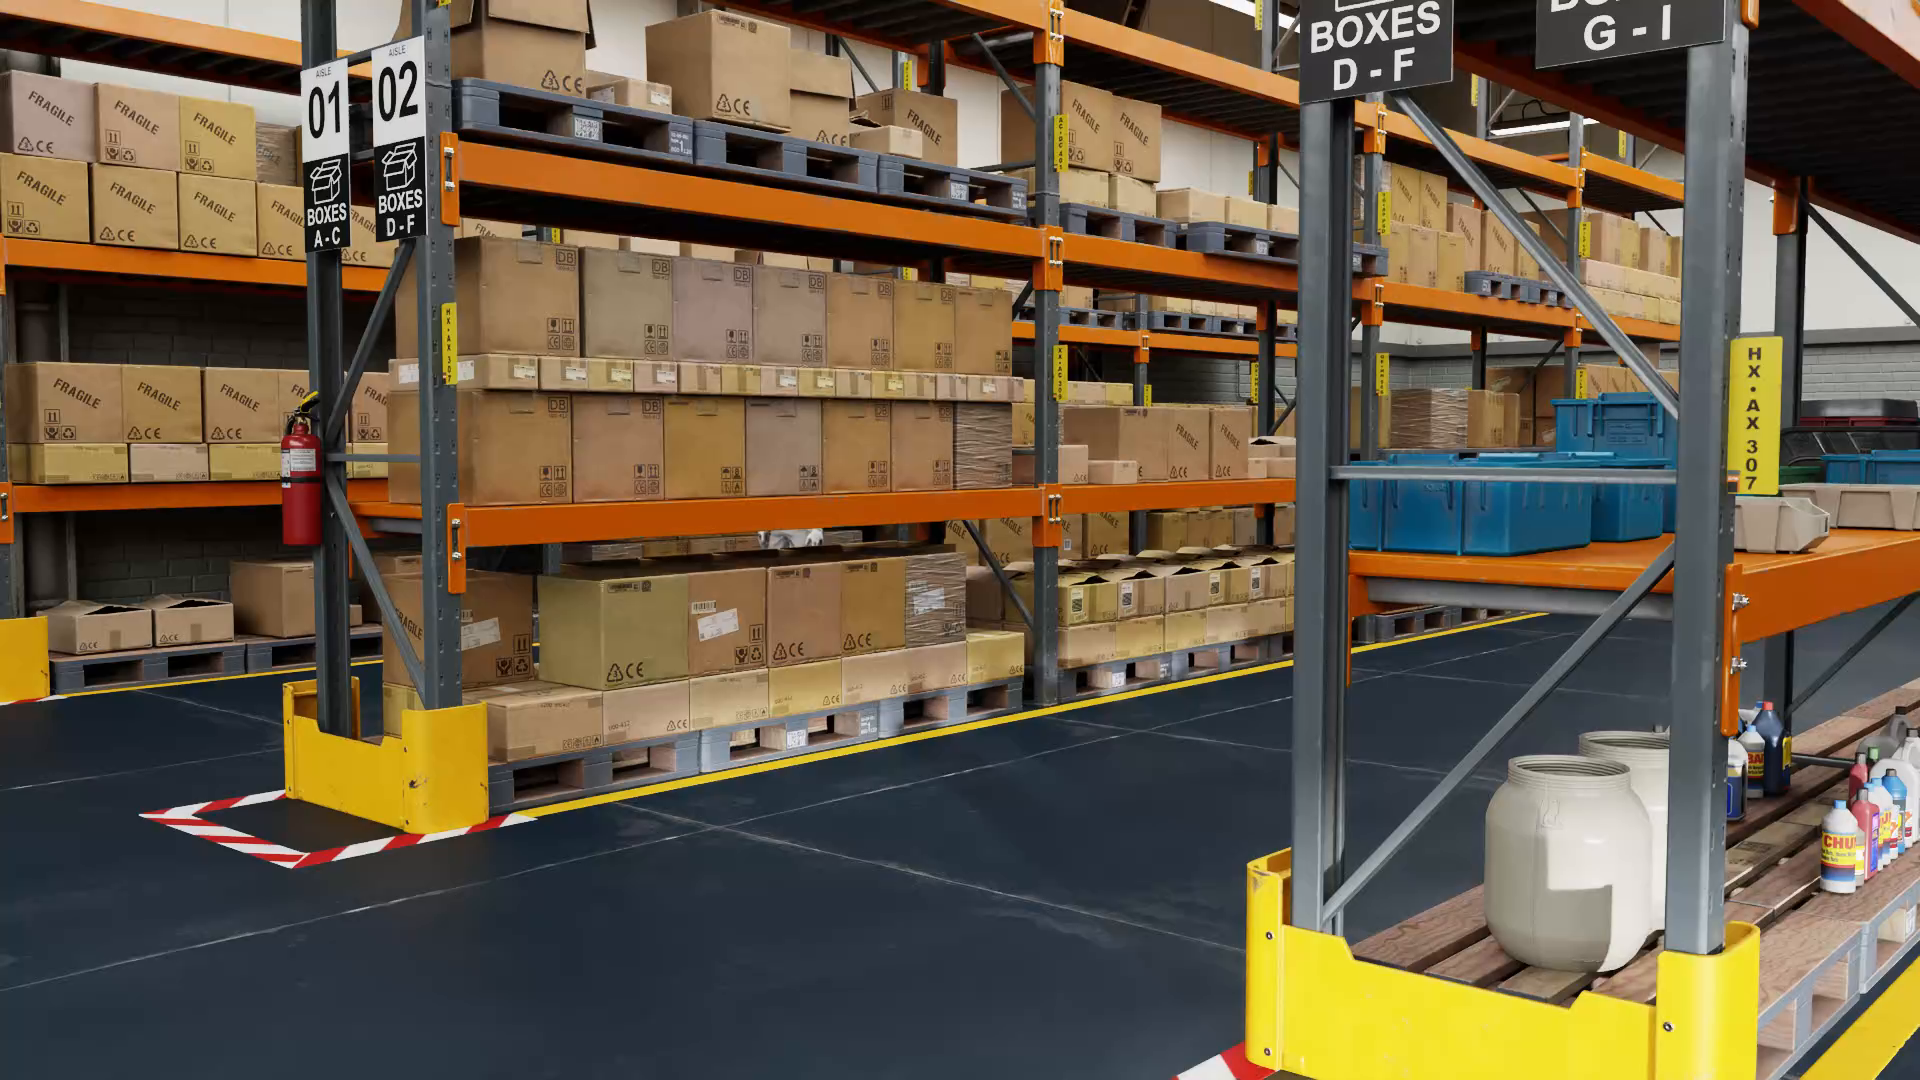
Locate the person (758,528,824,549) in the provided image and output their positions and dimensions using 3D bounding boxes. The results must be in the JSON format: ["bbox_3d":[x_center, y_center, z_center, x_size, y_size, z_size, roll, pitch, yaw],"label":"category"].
[{"bbox_3d":[-1.261,-0.056,12.467,0.617,1.778,0.453,3,4,37],"label":"person"}]
